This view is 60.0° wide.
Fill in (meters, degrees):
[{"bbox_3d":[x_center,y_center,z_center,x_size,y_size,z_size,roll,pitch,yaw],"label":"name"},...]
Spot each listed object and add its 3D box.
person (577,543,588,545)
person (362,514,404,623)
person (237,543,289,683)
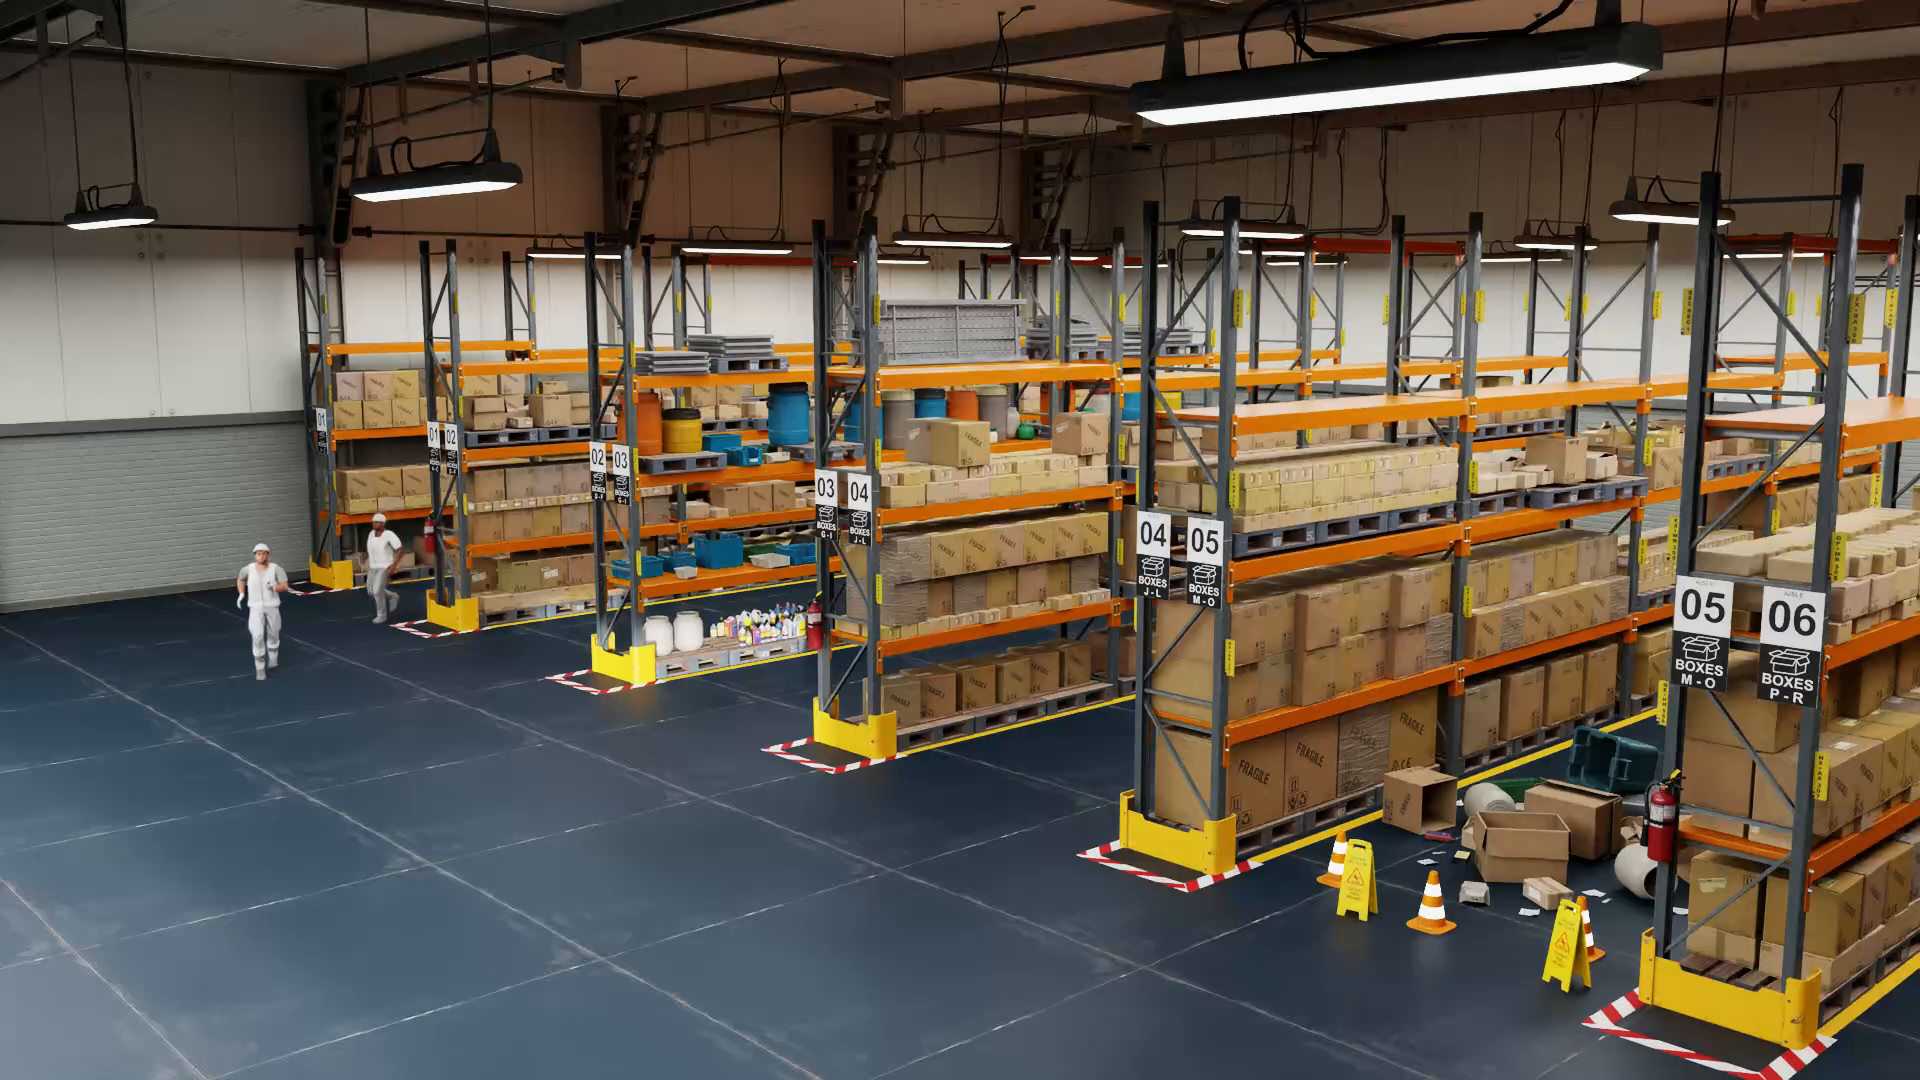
[{"bbox_3d":[-6.664,0.057,29.206,0.600,1.657,0.566,7,11,41],"label":"person"},{"bbox_3d":[-9.223,0.433,26.579,0.737,1.736,0.601,5,10,30],"label":"person"},{"bbox_3d":[-9.488,0.953,22.666,0.656,1.837,0.843,-4,9,-23],"label":"person"}]
